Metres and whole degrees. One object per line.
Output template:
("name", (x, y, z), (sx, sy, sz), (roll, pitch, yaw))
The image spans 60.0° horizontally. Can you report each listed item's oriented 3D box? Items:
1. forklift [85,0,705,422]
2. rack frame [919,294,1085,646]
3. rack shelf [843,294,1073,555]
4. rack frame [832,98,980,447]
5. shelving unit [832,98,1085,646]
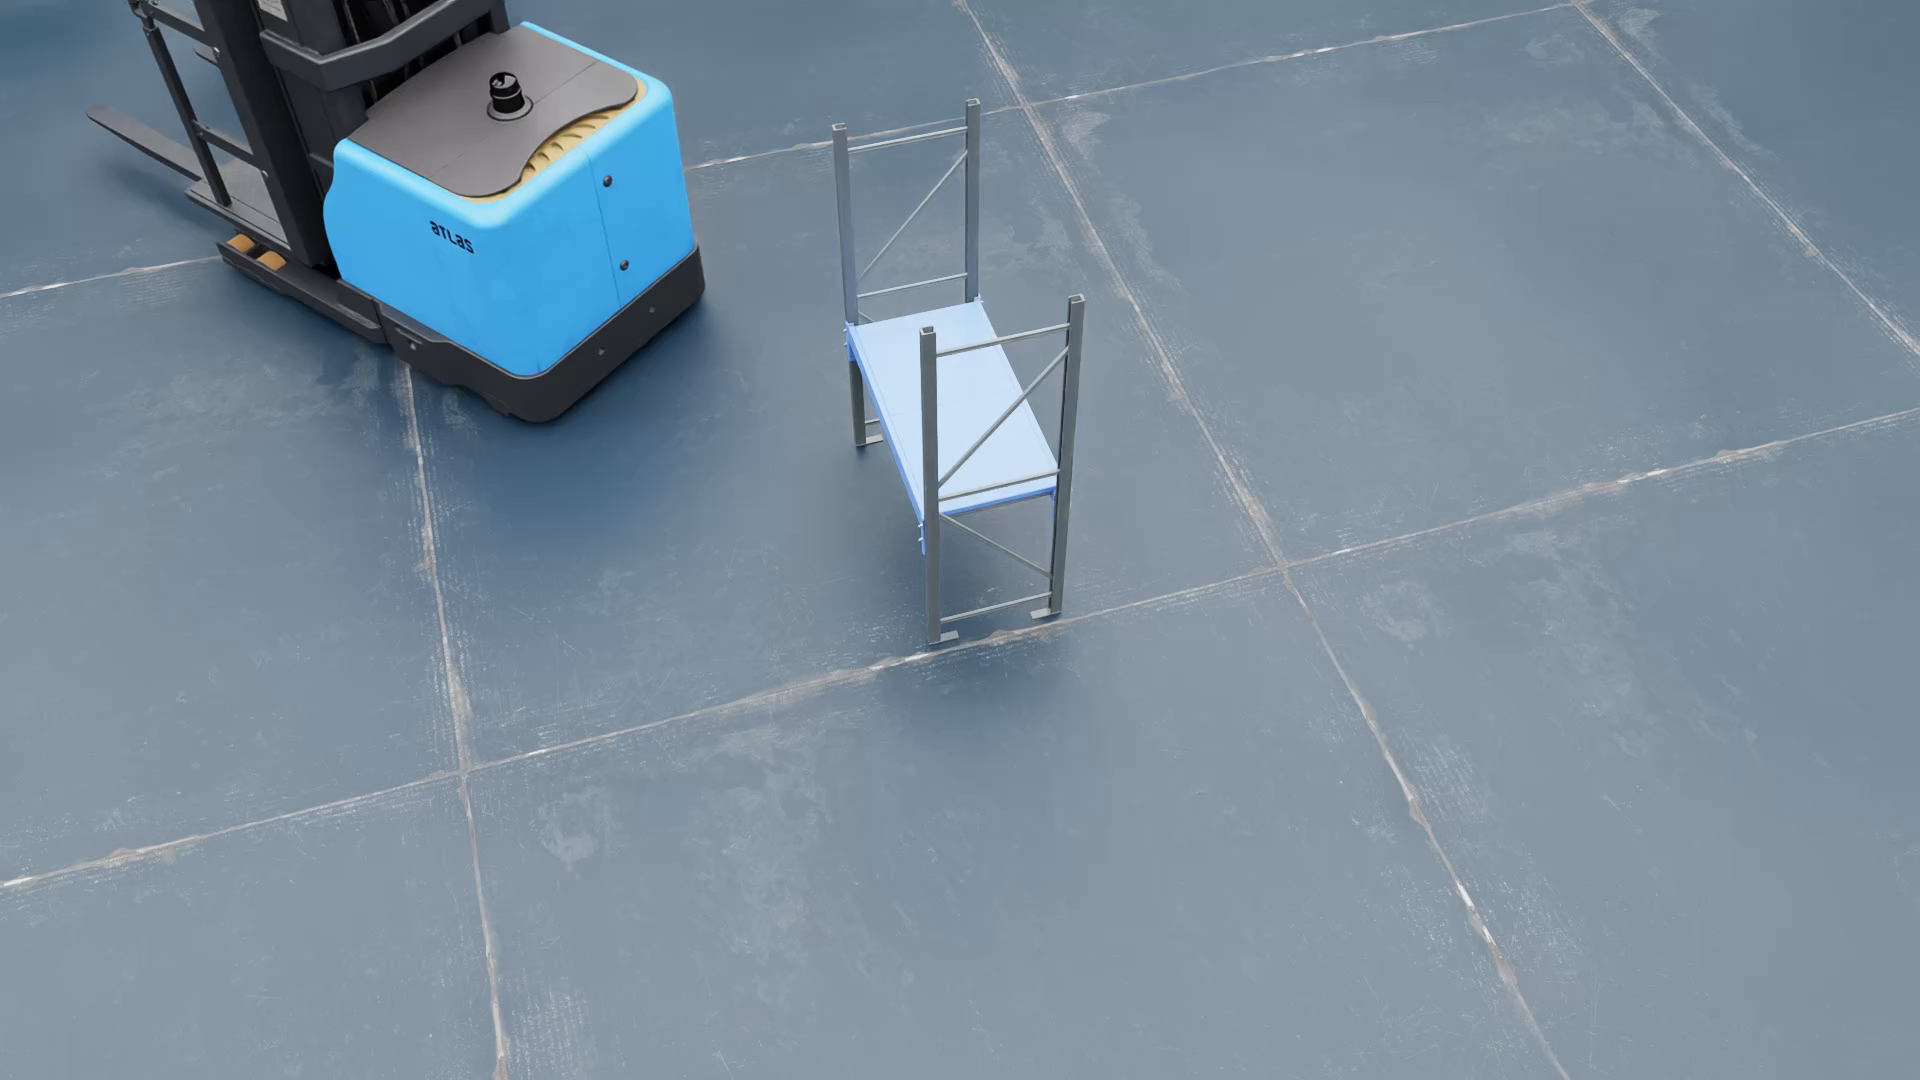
("forklift", (-2.582, -2.320, 6.289), (3.031, 2.935, 1.130), (28, 55, 22))
("rack frame", (0.125, -0.174, 5.416), (0.500, 1.500, 0.032), (-13, 51, -11))
("rack shelf", (-0.025, -0.430, 5.867), (0.538, 0.185, 1.000), (-13, 51, -11))
("rack frame", (-0.176, -0.917, 6.042), (0.500, 1.500, 0.032), (-13, 51, -11))
("shelving unit", (-0.025, -0.546, 5.729), (0.538, 1.500, 1.048), (-13, 51, -11))
